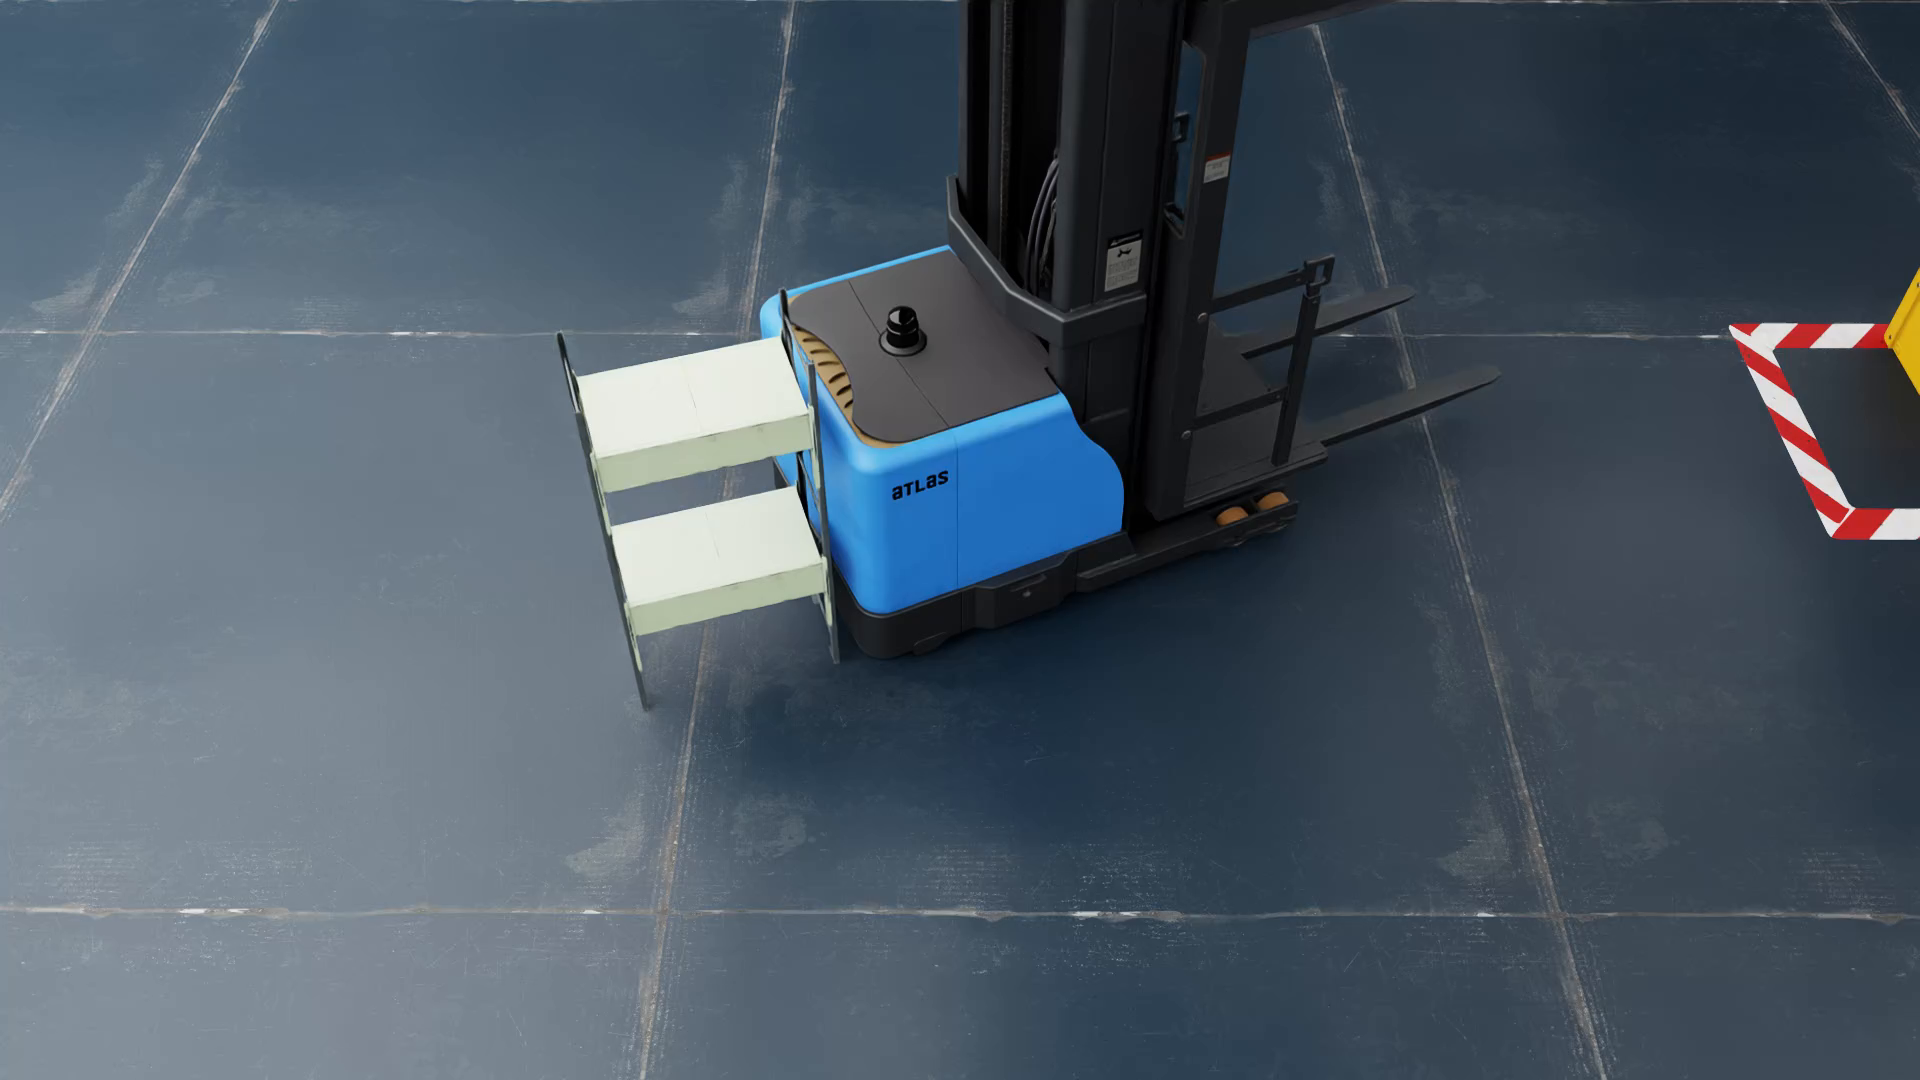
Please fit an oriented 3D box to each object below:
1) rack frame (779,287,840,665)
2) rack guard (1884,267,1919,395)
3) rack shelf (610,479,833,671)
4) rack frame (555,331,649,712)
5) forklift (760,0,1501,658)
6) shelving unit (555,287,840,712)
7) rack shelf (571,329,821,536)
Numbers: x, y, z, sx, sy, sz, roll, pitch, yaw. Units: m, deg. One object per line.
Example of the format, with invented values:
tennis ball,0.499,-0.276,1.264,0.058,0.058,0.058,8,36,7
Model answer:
rack frame,-0.526,-0.180,5.893,0.023,1.500,0.400,-13,48,-12
rack guard,4.397,-0.706,7.066,0.348,0.500,1.175,0,47,0
rack shelf,-0.875,0.124,6.055,0.720,0.370,0.431,-13,48,-12
rack frame,-1.223,-0.016,5.740,0.023,1.500,0.400,-13,48,-12
forklift,0.806,-1.301,5.959,3.031,2.935,1.130,-19,50,-17
shelving unit,-0.875,-0.098,5.816,0.755,1.500,0.431,-13,48,-12
rack shelf,-0.875,-0.364,5.531,0.720,0.370,0.431,-13,48,-12
